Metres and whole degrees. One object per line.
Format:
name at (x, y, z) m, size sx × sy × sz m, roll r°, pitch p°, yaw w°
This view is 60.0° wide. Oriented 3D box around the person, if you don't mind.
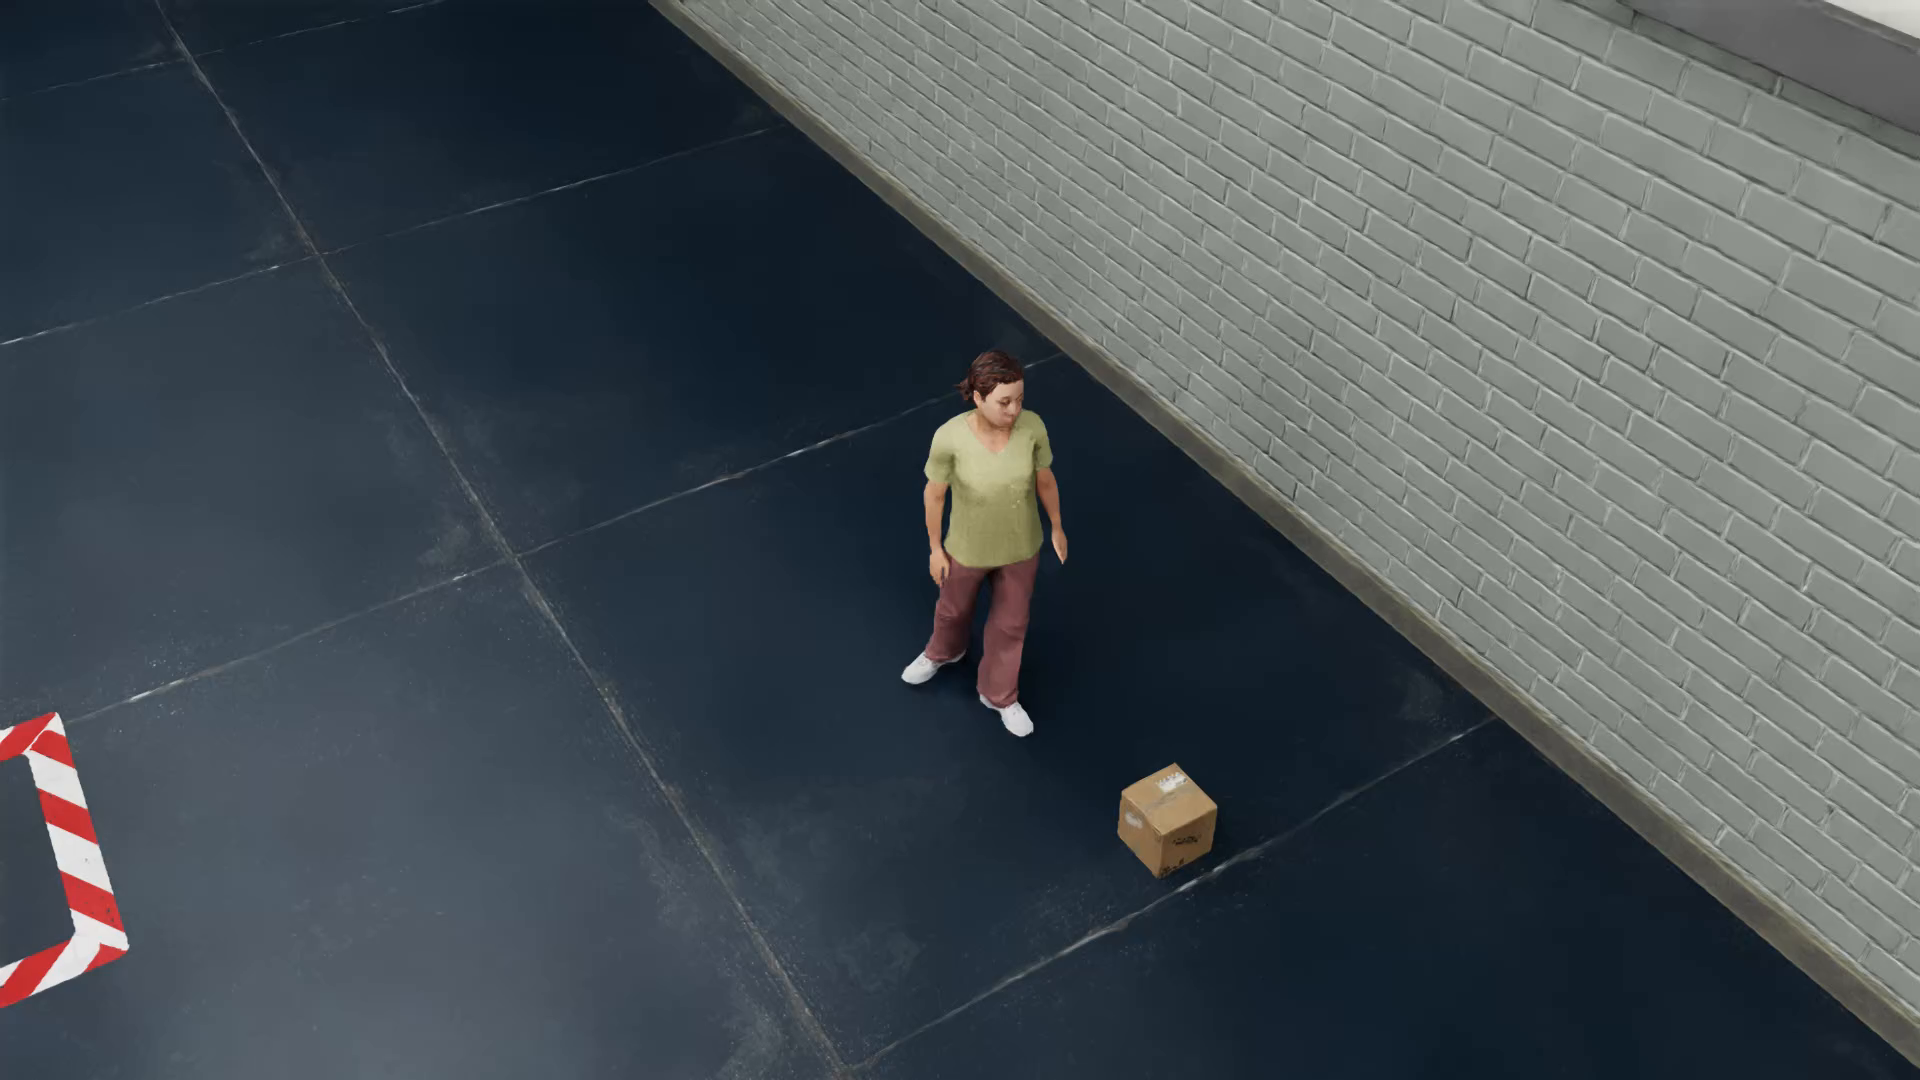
person at (0.091, -0.005, 6.169) m, size 0.630 × 1.671 × 0.528 m, roll -6°, pitch 41°, yaw -7°
